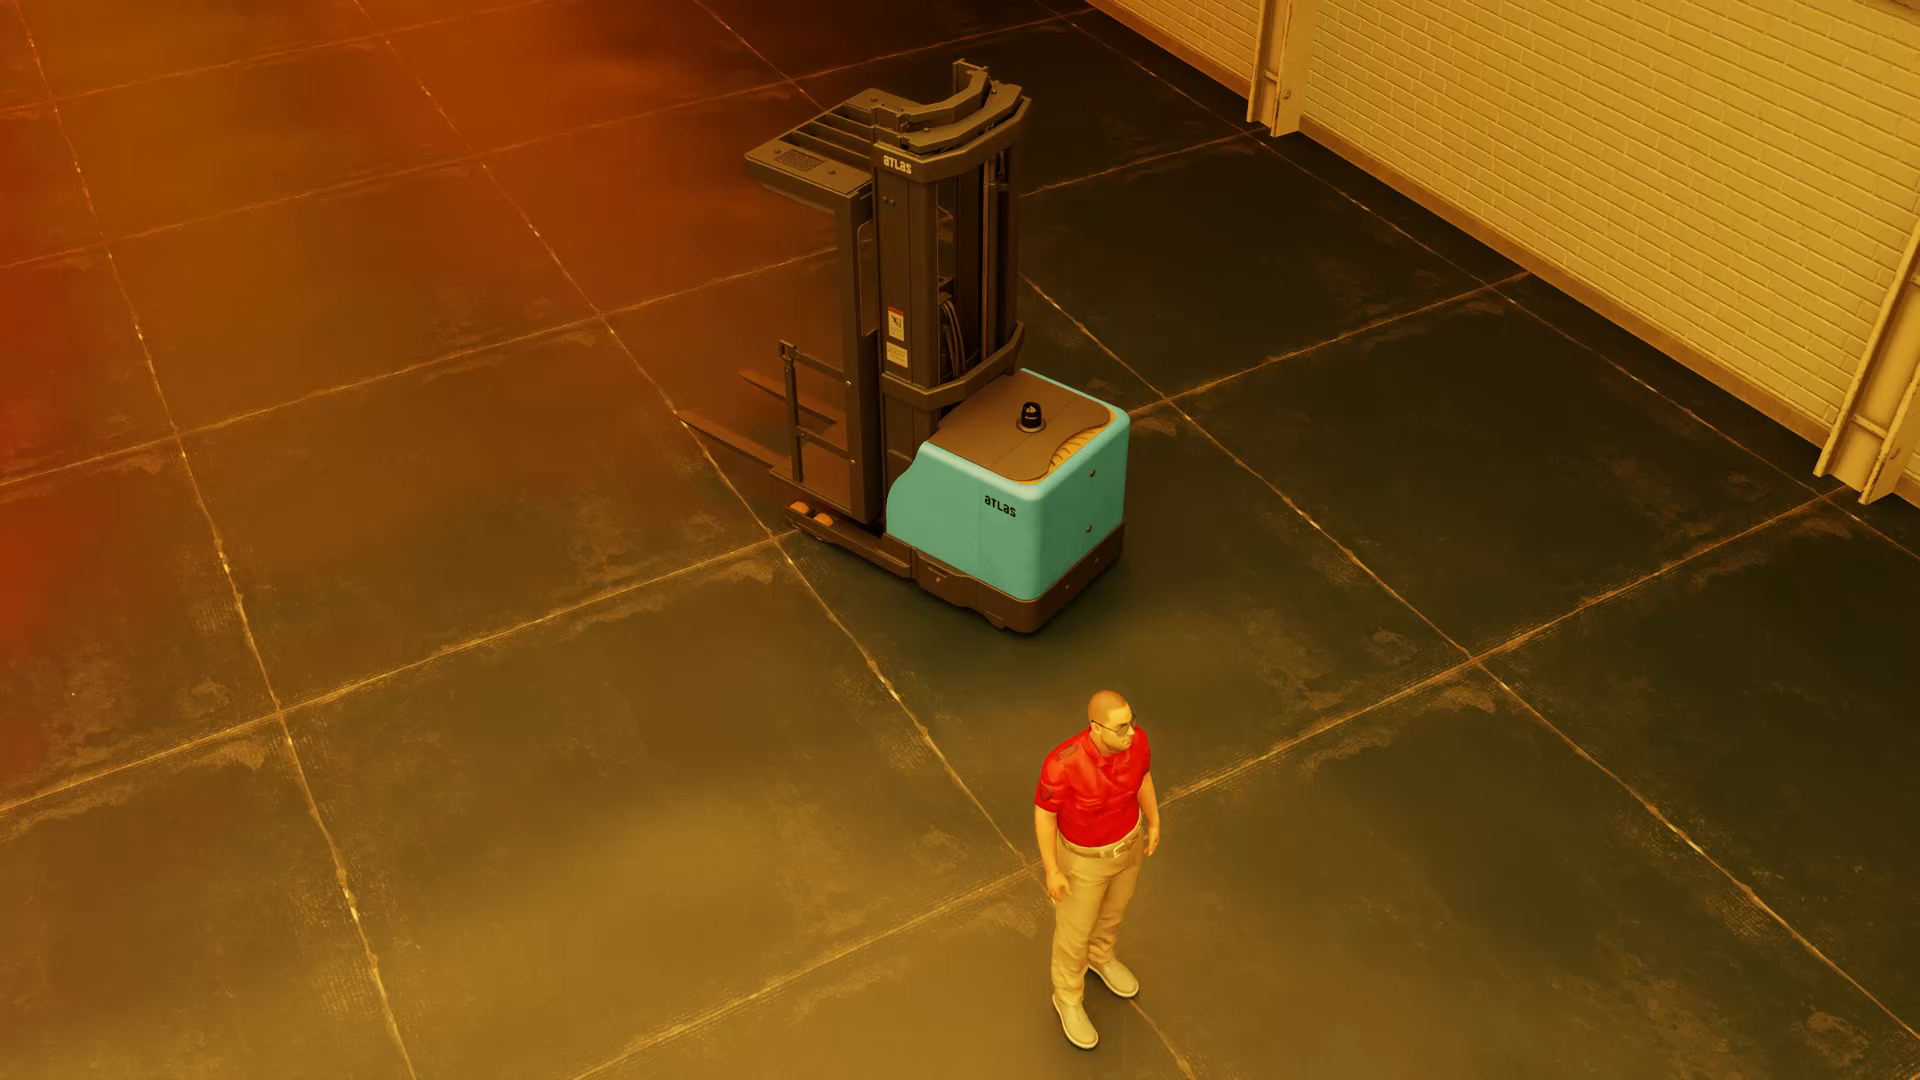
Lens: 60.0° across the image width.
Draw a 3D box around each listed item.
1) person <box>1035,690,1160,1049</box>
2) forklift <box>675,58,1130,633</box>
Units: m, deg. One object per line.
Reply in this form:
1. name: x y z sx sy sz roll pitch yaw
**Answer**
1. person: 0.660 1.406 7.272 0.640 1.727 0.551 -24 45 -26
2. forklift: -0.481 -1.366 9.683 3.031 2.935 1.130 26 46 28
